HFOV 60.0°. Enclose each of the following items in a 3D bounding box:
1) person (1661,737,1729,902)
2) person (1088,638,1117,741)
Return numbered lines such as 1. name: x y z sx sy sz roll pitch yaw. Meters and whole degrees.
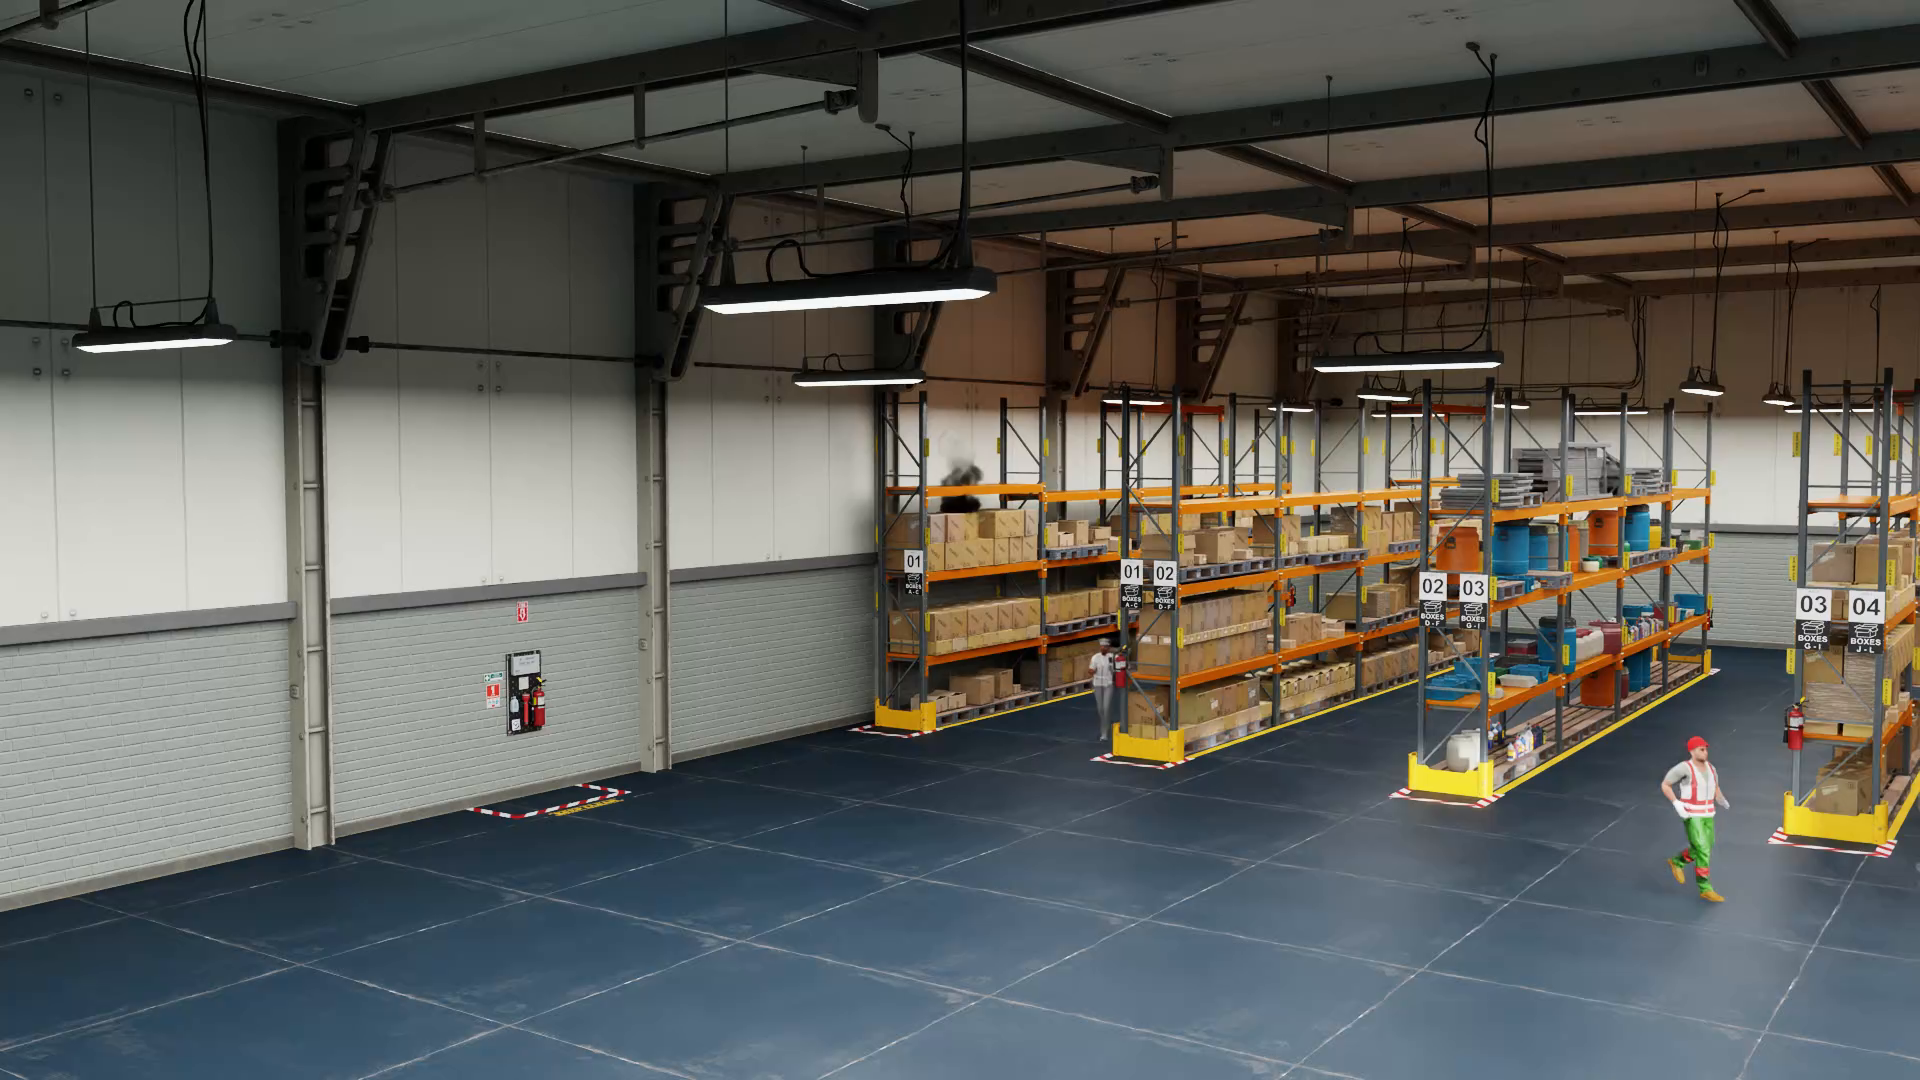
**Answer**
1. person: 8.200 3.071 18.560 0.636 1.770 0.861 -1 3 -22
2. person: 2.494 2.551 28.706 0.566 1.741 0.772 1 3 20
